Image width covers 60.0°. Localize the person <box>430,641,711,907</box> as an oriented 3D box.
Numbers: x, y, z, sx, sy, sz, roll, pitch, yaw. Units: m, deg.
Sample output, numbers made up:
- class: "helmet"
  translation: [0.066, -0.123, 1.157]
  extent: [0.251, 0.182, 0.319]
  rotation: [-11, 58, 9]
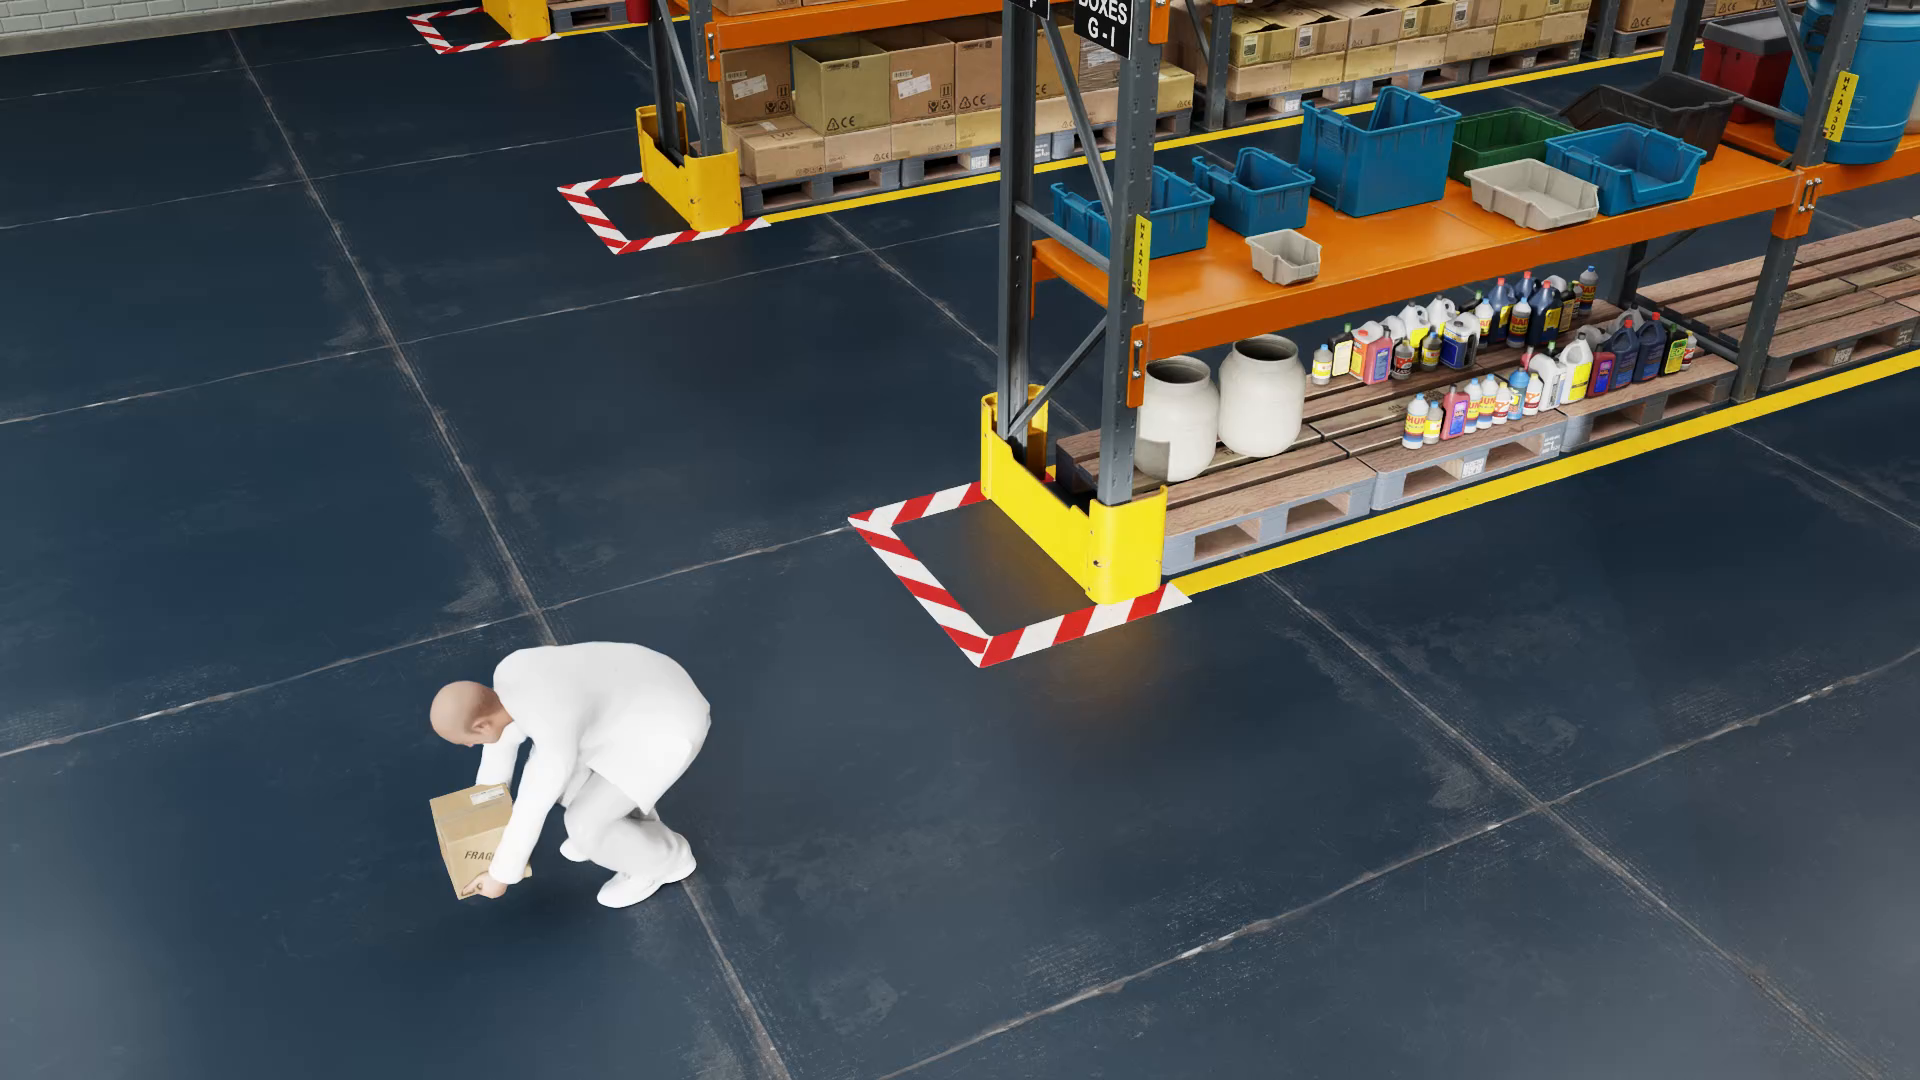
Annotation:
- class: "person"
  translation: [-1.297, 0.776, 5.660]
  extent: [0.939, 1.003, 0.585]
  rotation: [-17, 36, -25]
